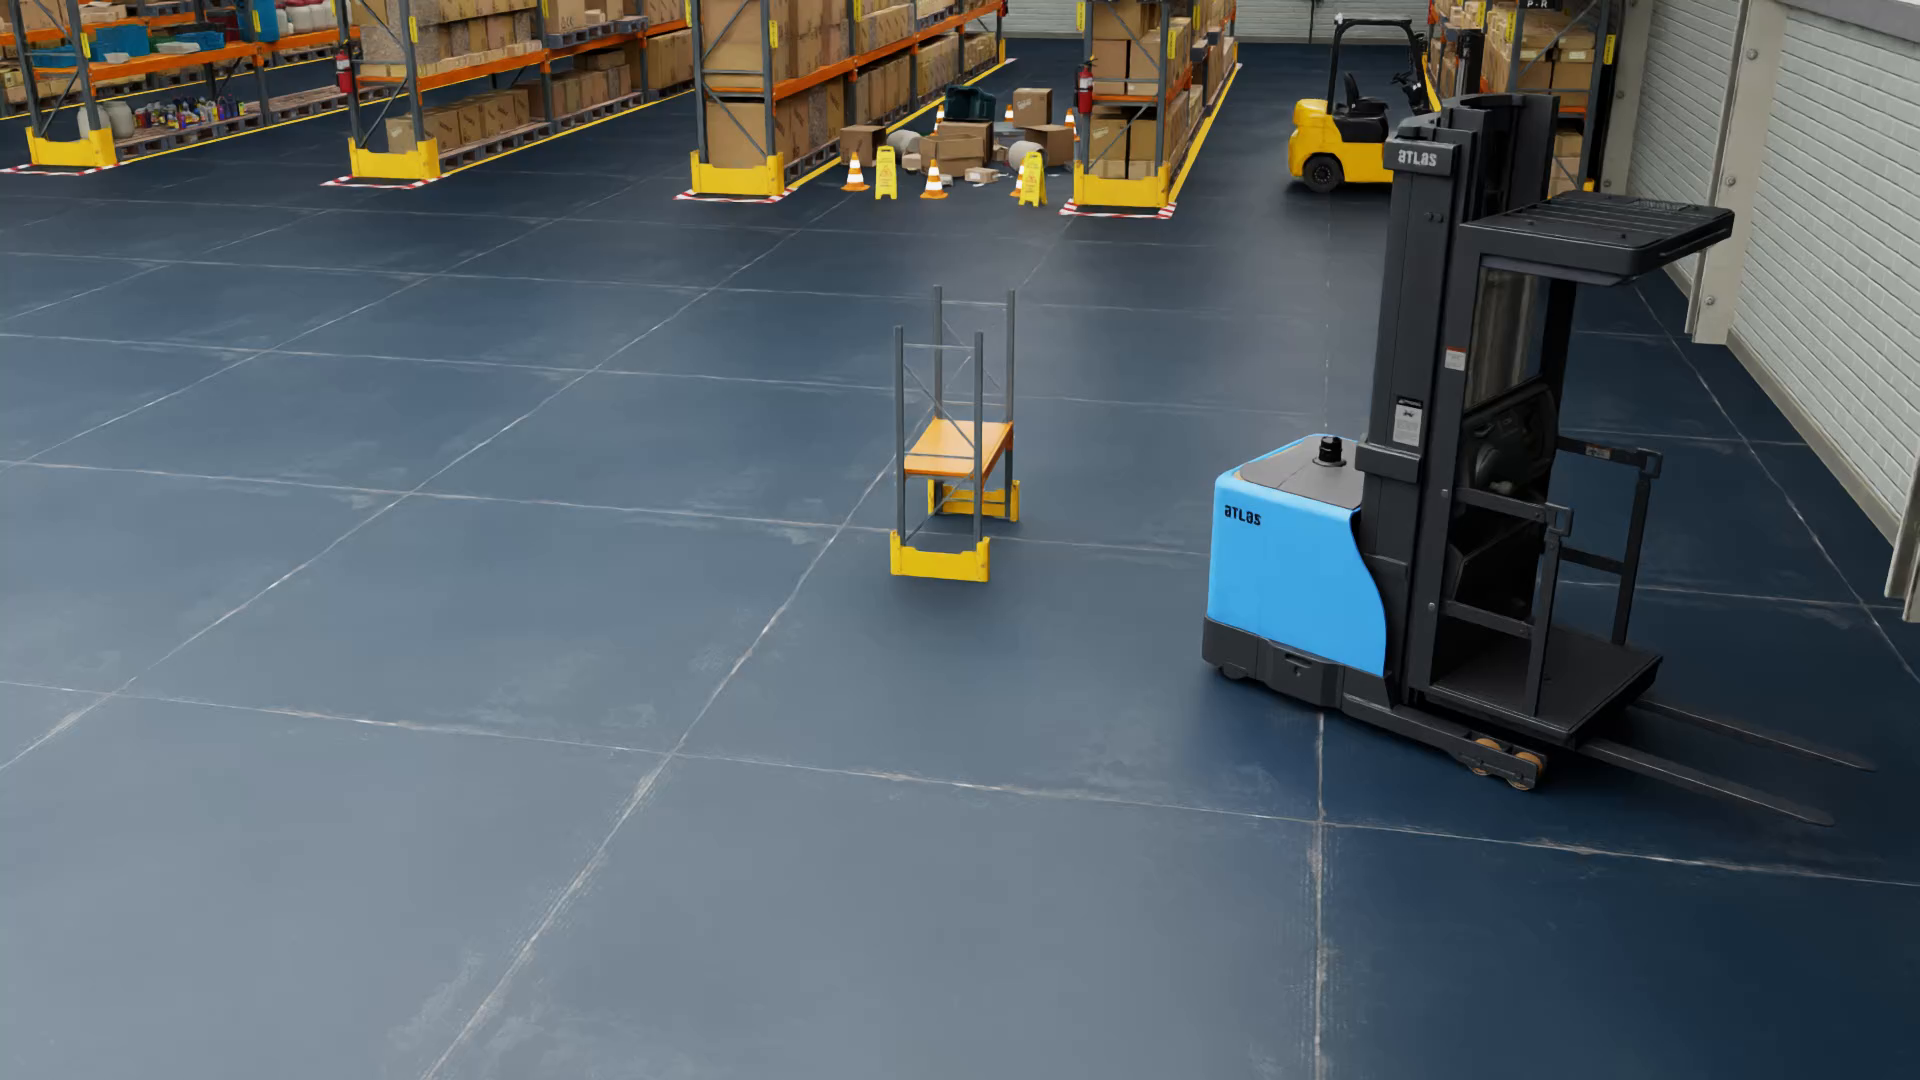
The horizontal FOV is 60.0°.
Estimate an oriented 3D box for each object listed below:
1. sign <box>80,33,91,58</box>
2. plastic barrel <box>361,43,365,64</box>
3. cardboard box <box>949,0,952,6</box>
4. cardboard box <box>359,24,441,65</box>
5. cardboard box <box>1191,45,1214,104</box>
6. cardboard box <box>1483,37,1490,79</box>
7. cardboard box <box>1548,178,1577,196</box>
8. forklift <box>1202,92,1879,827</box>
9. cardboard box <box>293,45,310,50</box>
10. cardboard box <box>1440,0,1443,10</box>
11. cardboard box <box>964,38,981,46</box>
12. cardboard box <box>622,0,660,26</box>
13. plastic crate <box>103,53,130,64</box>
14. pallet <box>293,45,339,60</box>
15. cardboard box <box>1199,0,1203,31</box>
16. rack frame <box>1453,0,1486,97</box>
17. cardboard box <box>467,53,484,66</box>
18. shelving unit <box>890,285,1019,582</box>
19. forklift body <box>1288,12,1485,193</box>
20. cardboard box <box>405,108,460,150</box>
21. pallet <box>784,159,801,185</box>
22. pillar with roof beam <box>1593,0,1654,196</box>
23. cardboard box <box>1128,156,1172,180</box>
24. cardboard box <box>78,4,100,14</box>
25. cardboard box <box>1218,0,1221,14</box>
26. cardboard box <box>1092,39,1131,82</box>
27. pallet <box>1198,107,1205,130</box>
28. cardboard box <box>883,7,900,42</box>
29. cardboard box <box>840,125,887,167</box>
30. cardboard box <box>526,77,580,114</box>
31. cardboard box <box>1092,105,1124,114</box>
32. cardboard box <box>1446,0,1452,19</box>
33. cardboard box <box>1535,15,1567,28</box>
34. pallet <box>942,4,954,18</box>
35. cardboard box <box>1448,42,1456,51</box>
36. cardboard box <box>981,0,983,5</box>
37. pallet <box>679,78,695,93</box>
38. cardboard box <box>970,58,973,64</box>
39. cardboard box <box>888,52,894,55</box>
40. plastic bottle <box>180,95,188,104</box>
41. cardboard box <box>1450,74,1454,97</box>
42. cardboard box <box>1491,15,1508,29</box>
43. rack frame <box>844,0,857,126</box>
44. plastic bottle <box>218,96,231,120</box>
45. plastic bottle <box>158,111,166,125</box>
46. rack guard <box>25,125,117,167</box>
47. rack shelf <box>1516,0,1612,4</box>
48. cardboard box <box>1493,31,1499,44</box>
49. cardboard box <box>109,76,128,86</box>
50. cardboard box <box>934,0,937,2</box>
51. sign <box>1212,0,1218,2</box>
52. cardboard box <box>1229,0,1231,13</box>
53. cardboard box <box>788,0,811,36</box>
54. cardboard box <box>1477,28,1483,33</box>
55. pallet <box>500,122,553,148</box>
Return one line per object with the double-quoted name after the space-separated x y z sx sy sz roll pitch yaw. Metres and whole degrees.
-12.013 -6.796 22.843 0.100 0.325 0.005 4 22 11 "sign"
-10.835 -9.006 31.042 0.600 0.830 0.708 4 22 11 "plastic barrel"
-0.358 -10.130 31.266 0.380 0.149 0.250 5 22 11 "cardboard box"
-7.563 -6.717 22.486 0.875 0.500 0.500 4 22 11 "cardboard box"
3.854 -7.960 28.384 0.875 0.875 0.875 4 22 10 "cardboard box"
7.239 -6.377 22.038 0.500 0.500 0.500 5 22 12 "cardboard box"
7.151 -4.286 20.098 0.500 0.250 0.500 5 22 11 "cardboard box"
2.688 -0.448 7.542 3.031 2.935 1.130 19 29 39 "forklift"
-14.487 -10.823 36.416 0.380 0.166 0.250 4 22 11 "cardboard box"
9.261 -10.048 31.090 0.500 0.250 0.500 5 22 11 "cardboard box"
0.224 -10.234 34.206 0.380 0.149 0.250 4 22 9 "cardboard box"
-5.704 -9.463 29.701 0.500 0.500 0.500 5 22 12 "cardboard box"
-12.053 -6.892 23.804 0.298 0.136 0.250 4 22 11 "plastic crate"
-14.563 -10.884 37.097 1.003 0.211 1.213 4 22 11 "pallet"
3.293 -7.753 24.496 0.500 0.500 0.500 5 22 11 "cardboard box"
8.492 -8.127 26.518 1.000 3.000 0.127 4 22 11 "rack frame"
-7.010 -6.845 23.670 0.380 0.149 0.250 4 22 11 "cardboard box"
-0.016 -0.668 10.004 0.587 1.500 1.083 4 22 11 "shelving unit"
5.460 -5.640 21.480 2.313 2.155 1.214 4 22 11 "forklift body"
-7.470 -5.818 23.567 0.500 0.500 0.500 11 24 25 "cardboard box"
-2.781 -4.924 22.297 1.003 0.211 1.213 4 22 11 "pallet"
3.669 -8.498 19.409 9.100 9.000 0.400 4 22 11 "pillar with roof beam"
2.435 -4.772 21.305 0.500 0.250 0.500 4 22 10 "cardboard box"
-16.139 -9.663 30.450 0.500 0.311 0.500 4 22 10 "cardboard box"
4.314 -9.388 29.180 0.500 0.250 0.500 5 22 12 "cardboard box"
1.840 -5.982 20.661 0.500 0.500 0.500 4 22 10 "cardboard box"
3.471 -6.925 27.266 1.003 0.211 1.213 4 22 11 "pallet"
-1.269 -8.341 26.914 0.500 0.500 0.500 4 22 10 "cardboard box"
-1.363 -5.578 23.530 0.500 0.500 0.500 8 23 20 "cardboard box"
-6.624 -7.237 27.066 0.700 0.500 0.500 4 22 11 "cardboard box"
1.917 -5.599 21.487 0.380 0.149 0.250 5 22 12 "cardboard box"
8.724 -9.195 28.474 0.700 0.500 0.500 4 22 11 "cardboard box"
7.773 -6.823 21.881 0.380 0.149 0.250 4 22 10 "cardboard box"
-0.717 -9.950 31.301 1.003 0.211 1.213 4 22 11 "pallet"
8.968 -8.855 29.842 0.380 0.149 0.250 3 22 8 "cardboard box"
0.259 -11.049 34.109 0.380 0.149 0.250 4 22 9 "cardboard box"
-5.584 -8.694 31.657 1.003 0.211 1.213 4 22 11 "pallet"
0.048 -9.679 33.624 0.380 0.149 0.250 4 22 9 "cardboard box"
-1.352 -8.498 29.219 0.500 0.250 0.500 4 22 10 "cardboard box"
-12.306 -6.886 26.394 0.144 0.351 0.185 5 22 12 "plastic bottle"
8.480 -7.516 27.784 0.500 0.500 0.500 4 22 10 "cardboard box"
7.159 -6.773 21.755 0.380 0.149 0.250 5 22 12 "cardboard box"
-2.051 -7.382 24.667 1.000 3.000 0.127 4 22 11 "rack frame"
-11.623 -6.822 26.234 0.144 0.351 0.185 3 22 8 "plastic bottle"
-12.342 -6.531 25.712 0.097 0.201 0.097 0 22 0 "plastic bottle"
-12.582 -5.583 23.548 1.175 0.500 0.348 4 22 11 "rack guard"
7.267 -6.991 20.644 1.077 0.370 4.000 4 22 11 "rack shelf"
7.063 -6.449 21.350 0.380 0.149 0.250 4 22 9 "cardboard box"
-15.737 -8.536 30.651 0.500 0.250 0.500 4 22 10 "cardboard box"
-0.627 -9.793 30.029 0.380 0.149 0.250 5 23 13 "cardboard box"
4.165 -8.967 27.159 0.100 0.325 0.005 4 22 11 "sign"
5.014 -10.530 32.351 0.500 0.500 0.500 5 22 11 "cardboard box"
-2.484 -7.025 22.135 0.875 0.550 0.550 4 22 11 "cardboard box"
7.525 -7.026 23.315 0.500 0.250 0.500 4 22 10 "cardboard box"
-6.989 -6.255 25.602 1.003 0.211 1.213 4 22 11 "pallet"
